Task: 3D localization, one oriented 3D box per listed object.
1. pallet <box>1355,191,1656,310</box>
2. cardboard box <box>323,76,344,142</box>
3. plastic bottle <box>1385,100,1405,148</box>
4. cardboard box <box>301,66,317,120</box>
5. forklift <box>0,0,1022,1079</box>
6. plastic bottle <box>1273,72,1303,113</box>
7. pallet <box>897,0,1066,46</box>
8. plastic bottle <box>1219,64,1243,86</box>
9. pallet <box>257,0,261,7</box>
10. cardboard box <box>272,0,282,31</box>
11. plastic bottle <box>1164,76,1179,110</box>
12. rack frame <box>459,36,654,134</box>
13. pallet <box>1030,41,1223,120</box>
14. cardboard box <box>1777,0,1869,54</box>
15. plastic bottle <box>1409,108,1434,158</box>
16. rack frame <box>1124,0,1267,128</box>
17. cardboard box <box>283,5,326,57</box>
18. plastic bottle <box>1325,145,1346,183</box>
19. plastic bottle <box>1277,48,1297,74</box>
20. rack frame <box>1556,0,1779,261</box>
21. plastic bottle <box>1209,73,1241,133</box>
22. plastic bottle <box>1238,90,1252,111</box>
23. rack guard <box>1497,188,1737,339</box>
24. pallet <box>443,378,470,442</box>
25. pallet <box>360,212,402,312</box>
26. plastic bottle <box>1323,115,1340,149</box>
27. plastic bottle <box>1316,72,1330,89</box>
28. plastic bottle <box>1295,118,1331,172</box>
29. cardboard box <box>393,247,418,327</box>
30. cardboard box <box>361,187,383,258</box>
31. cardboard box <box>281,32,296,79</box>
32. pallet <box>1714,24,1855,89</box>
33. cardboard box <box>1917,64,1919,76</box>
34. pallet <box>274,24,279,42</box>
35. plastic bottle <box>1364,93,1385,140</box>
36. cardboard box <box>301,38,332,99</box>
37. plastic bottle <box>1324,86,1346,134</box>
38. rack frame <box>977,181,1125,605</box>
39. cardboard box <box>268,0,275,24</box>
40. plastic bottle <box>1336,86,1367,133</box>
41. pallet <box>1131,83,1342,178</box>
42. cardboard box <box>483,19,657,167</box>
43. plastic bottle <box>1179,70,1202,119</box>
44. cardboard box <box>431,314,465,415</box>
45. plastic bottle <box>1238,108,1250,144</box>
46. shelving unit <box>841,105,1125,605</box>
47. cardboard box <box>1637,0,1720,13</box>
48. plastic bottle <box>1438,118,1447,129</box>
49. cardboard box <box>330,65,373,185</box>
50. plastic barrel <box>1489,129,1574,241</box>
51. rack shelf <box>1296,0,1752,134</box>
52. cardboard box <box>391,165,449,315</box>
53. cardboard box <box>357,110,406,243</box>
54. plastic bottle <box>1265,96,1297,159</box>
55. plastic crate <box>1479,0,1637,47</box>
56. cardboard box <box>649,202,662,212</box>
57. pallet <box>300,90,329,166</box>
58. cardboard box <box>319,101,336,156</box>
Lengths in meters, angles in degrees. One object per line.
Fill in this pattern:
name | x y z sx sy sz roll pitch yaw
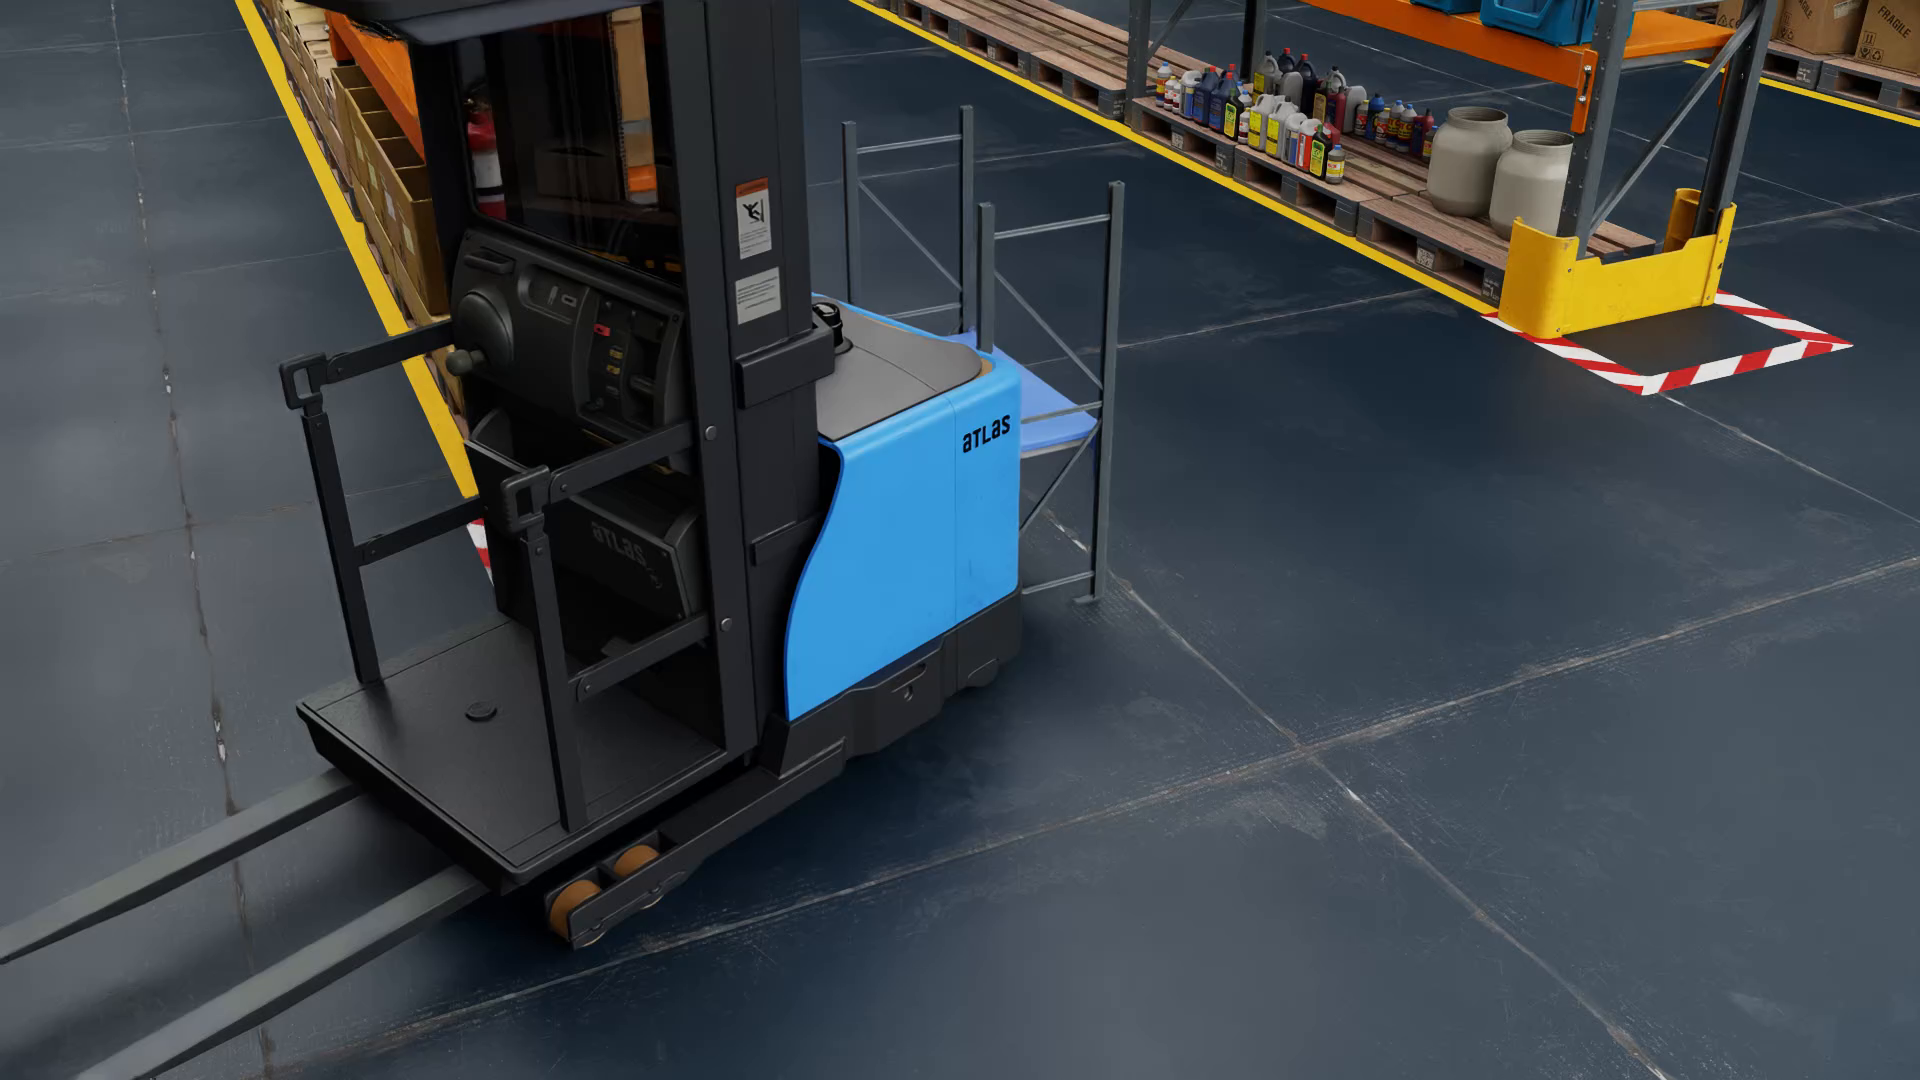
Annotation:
pallet | 2.886 -1.603 8.892 1.003 0.211 1.213 -13 32 -22
cardboard box | -3.320 -2.511 9.469 0.500 0.311 0.500 -13 32 -22
plastic bottle | 2.618 -2.499 9.979 0.097 0.271 0.097 0 29 0
cardboard box | -3.980 -2.945 10.816 0.500 0.250 0.500 -12 32 -21
forklift | -1.164 -0.498 4.142 1.130 2.935 3.031 24 37 36
plastic bottle | 2.084 -2.855 10.610 0.152 0.276 0.135 -13 32 -22
pallet | 0.168 -4.402 13.885 1.003 0.211 1.213 -13 32 -22
plastic bottle | 1.690 -2.825 10.480 0.144 0.351 0.185 -13 32 -22
pallet | -5.938 -5.130 15.183 1.003 0.211 1.213 -13 32 -22
cardboard box | -4.645 -3.866 11.886 0.500 0.311 0.500 -12 31 -20
plastic bottle | 1.373 -2.896 10.758 0.097 0.201 0.097 0 29 0
rack frame | -1.170 -1.397 5.674 1.000 3.000 0.127 -13 32 -22
pallet | 1.216 -3.325 11.963 1.003 0.211 1.213 -13 32 -22
cardboard box | 6.450 -3.898 12.262 0.500 0.500 0.500 -3 29 -6
plastic bottle | 2.728 -2.412 9.813 0.061 0.283 0.133 -13 32 -21
rack frame | 1.588 -4.202 10.677 1.000 3.000 0.127 -13 32 -22
cardboard box | -4.195 -3.410 11.073 0.500 0.311 0.500 -14 32 -23
plastic bottle | 2.121 -2.126 9.385 0.097 0.201 0.097 0 29 0
plastic bottle | 2.125 -3.015 10.818 0.144 0.351 0.185 -14 32 -23
rack frame | 3.305 -2.435 7.526 1.000 3.000 0.127 -13 32 -22
plastic bottle | 1.641 -2.712 10.277 0.144 0.351 0.185 -15 32 -24
plastic bottle | 1.738 -2.620 10.195 0.097 0.271 0.097 0 29 0
rack guard | 3.230 -1.369 8.179 1.175 0.500 0.348 -13 32 -22
pallet | -1.536 -0.510 6.943 1.003 0.211 1.213 -13 32 -22
pallet | -2.584 -1.587 8.865 1.003 0.211 1.213 -13 32 -22
plastic bottle | 2.133 -2.301 9.614 0.061 0.283 0.133 -13 32 -22
plastic bottle | 2.315 -2.837 10.570 0.061 0.283 0.133 -11 31 -19
plastic bottle | 2.038 -2.275 9.576 0.152 0.276 0.135 -13 32 -22
cardboard box | -2.322 -1.216 7.733 0.500 0.250 0.500 -13 32 -22
cardboard box | -2.752 -1.657 8.520 0.500 0.250 0.500 -13 32 -22
cardboard box | -4.428 -3.400 11.628 0.500 0.250 0.500 -14 32 -23
pallet | 6.382 -3.737 12.698 1.003 0.211 1.213 -13 32 -22
cardboard box | 6.986 -3.385 11.346 0.500 0.500 0.500 -10 31 -17
pallet | -4.891 -4.052 13.260 1.003 0.211 1.213 -13 32 -22
plastic bottle | 2.531 -2.588 10.139 0.097 0.271 0.097 0 29 0
cardboard box | -3.761 -2.960 10.271 0.500 0.311 0.500 -13 32 -22
plastic bottle | 2.316 -2.663 10.259 0.061 0.283 0.133 -13 32 -22
rack frame | 0.281 -0.401 5.431 0.500 1.500 0.032 -14 32 -23
cardboard box | -5.218 -4.396 13.129 0.500 0.500 0.500 -12 31 -20
plastic bottle | 2.412 -2.682 10.301 0.152 0.276 0.135 -12 32 -21
pallet | 1.839 -2.680 10.814 1.003 0.211 1.213 -13 32 -22
cardboard box | -1.359 -1.649 6.022 0.700 0.500 0.500 -13 32 -22
plastic bottle | 1.493 -2.836 10.576 0.152 0.276 0.135 -12 31 -20
cardboard box | -1.893 -0.774 6.945 0.500 0.250 0.500 -13 32 -22
plastic bottle | 1.741 -2.516 10.082 0.097 0.201 0.097 0 29 0
shelving unit | 0.050 -0.622 5.826 0.538 1.500 1.048 -14 32 -23
cardboard box | 5.817 -4.619 13.527 0.700 0.500 0.500 -16 33 -26
plastic bottle | 2.808 -2.303 9.630 0.097 0.271 0.097 0 29 0
cardboard box | -2.971 -2.204 8.729 0.500 0.500 0.500 -13 32 -22
plastic barrel | 2.954 -1.808 8.521 0.421 0.512 0.421 0 29 0
rack shelf | 2.447 -3.005 9.277 1.077 0.370 4.000 -13 32 -22
cardboard box | -2.111 -1.321 7.154 0.500 0.500 0.500 -13 32 -22
cardboard box | -2.541 -1.762 7.941 0.500 0.500 0.500 -13 32 -22
plastic bottle | 1.903 -2.442 9.796 0.144 0.351 0.185 -12 31 -20
plastic crate | 2.820 -2.529 7.844 0.499 0.251 0.616 -13 32 -22
cardboard box | -1.416 -1.212 6.959 0.500 0.500 0.500 -13 32 -22
pallet | -3.766 -2.804 11.035 1.003 0.211 1.213 -13 32 -22
cardboard box | -3.543 -2.494 10.012 0.500 0.250 0.500 -14 32 -23
